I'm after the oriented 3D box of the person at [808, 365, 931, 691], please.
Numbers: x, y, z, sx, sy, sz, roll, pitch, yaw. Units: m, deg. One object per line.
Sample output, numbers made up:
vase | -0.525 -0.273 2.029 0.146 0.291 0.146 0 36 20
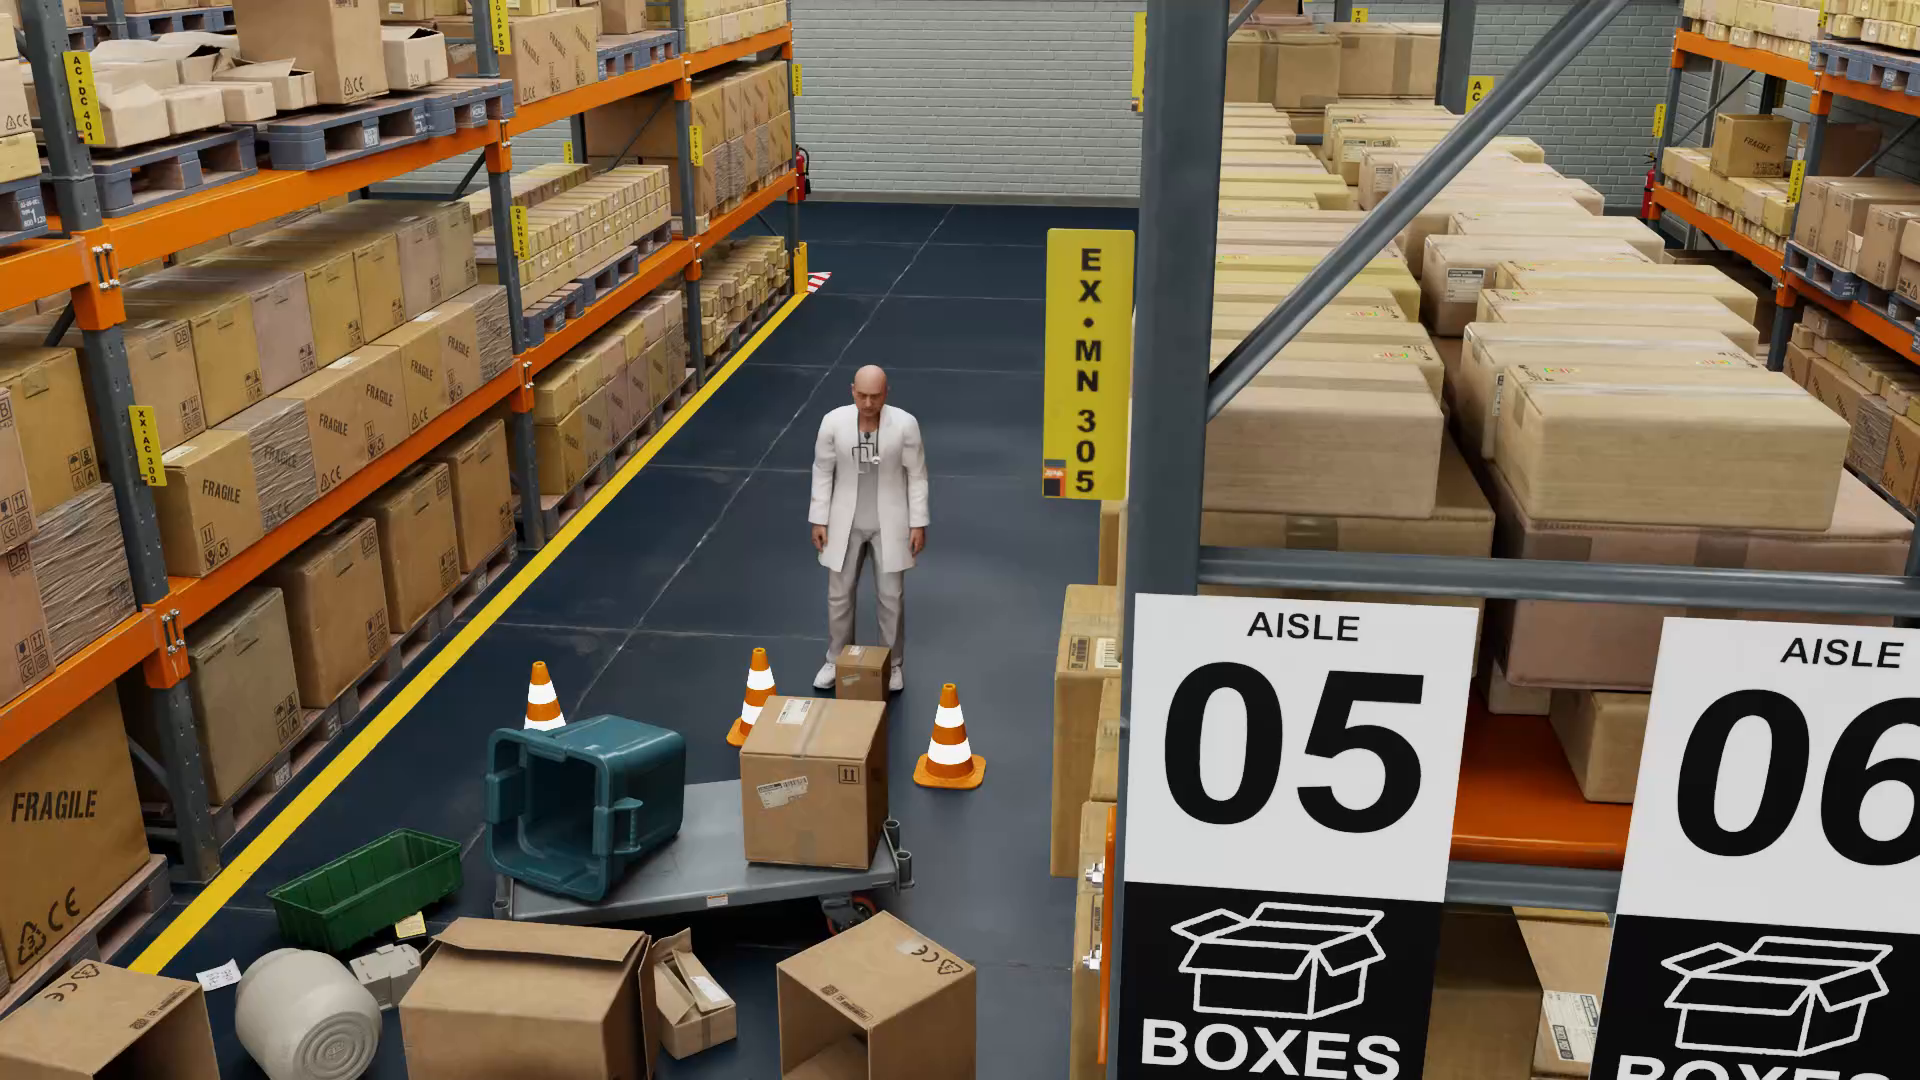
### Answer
person | -0.479 -0.072 8.794 0.647 1.772 0.429 1 21 3
